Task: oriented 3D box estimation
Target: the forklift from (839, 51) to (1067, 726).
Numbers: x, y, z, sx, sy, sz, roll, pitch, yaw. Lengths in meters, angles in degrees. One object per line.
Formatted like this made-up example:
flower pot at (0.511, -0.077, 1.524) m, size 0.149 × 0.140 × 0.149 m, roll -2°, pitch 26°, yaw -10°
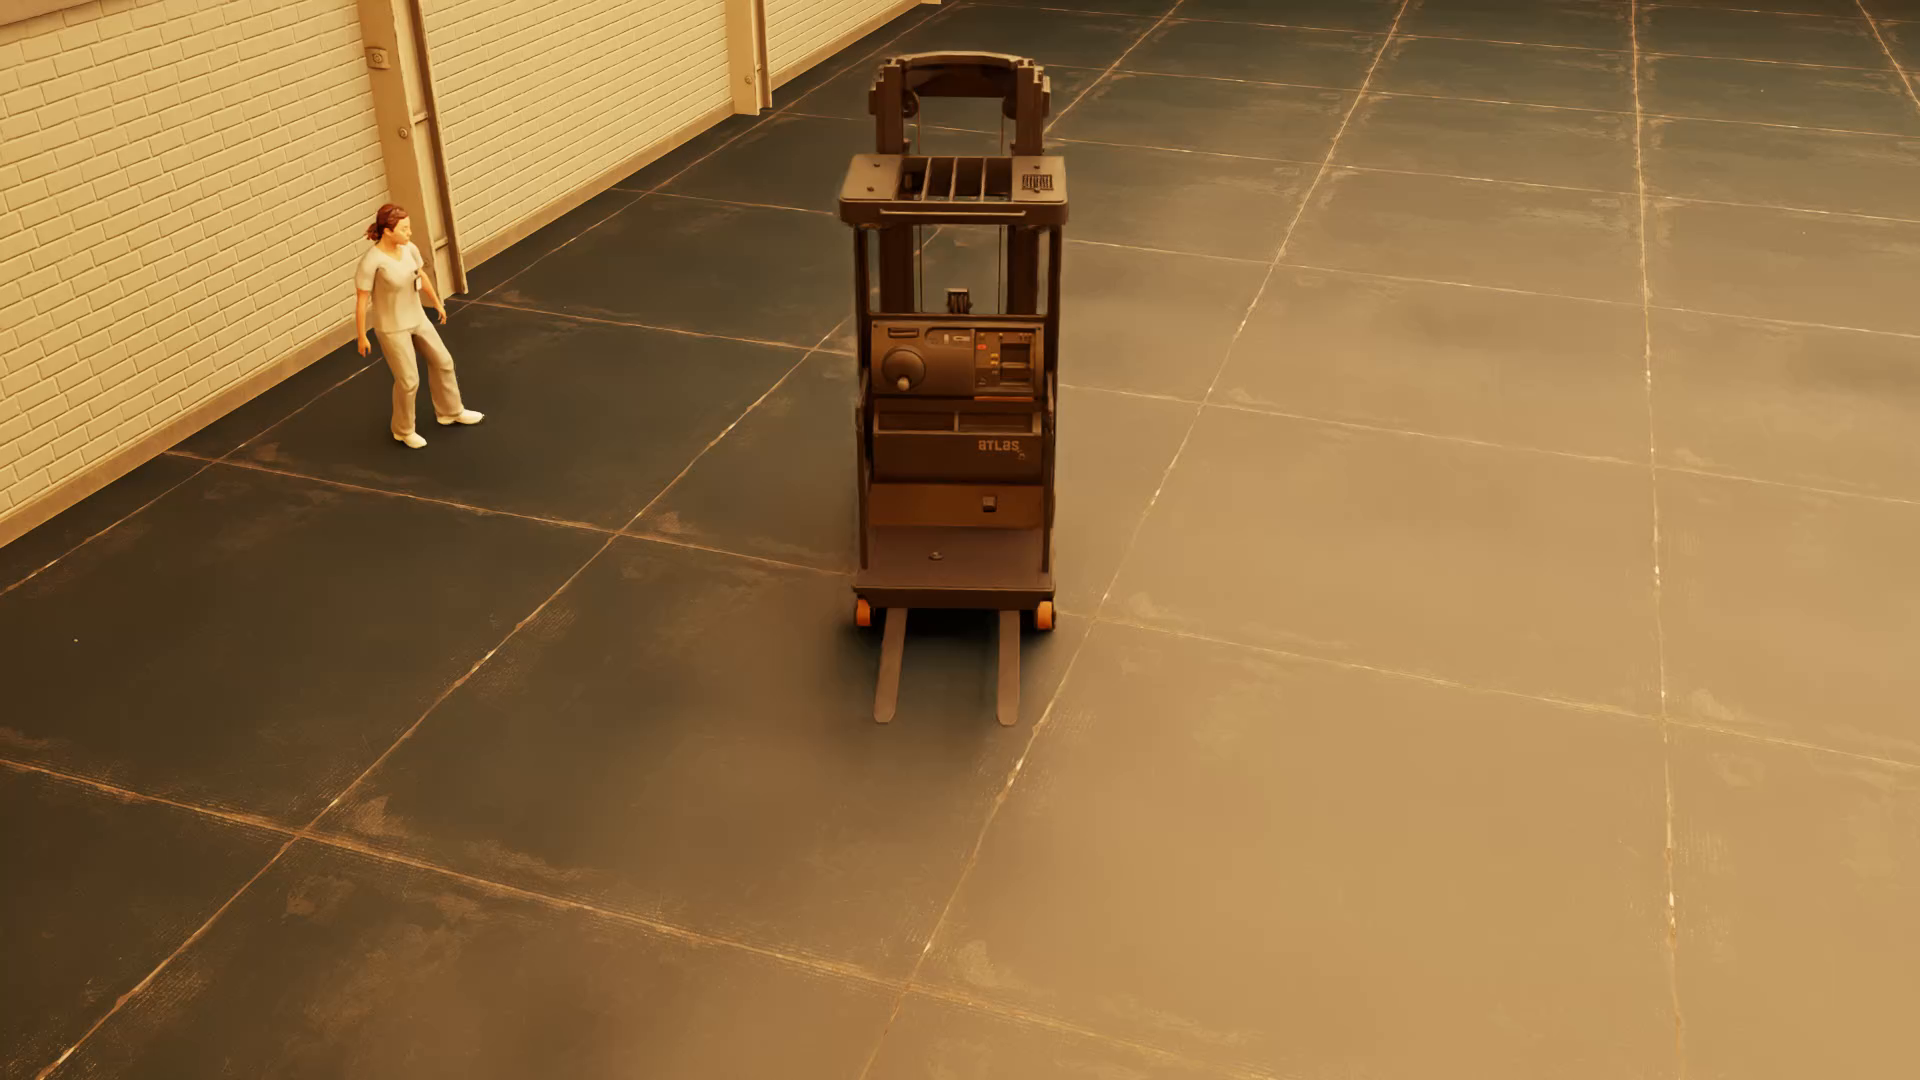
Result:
forklift at (-0.020, -0.935, 8.777) m, size 1.130 × 2.935 × 3.031 m, roll 1°, pitch 30°, yaw 2°

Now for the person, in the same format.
person at (-3.634, -1.426, 10.941) m, size 0.365 × 1.647 × 0.749 m, roll 15°, pitch 33°, yaw 24°
